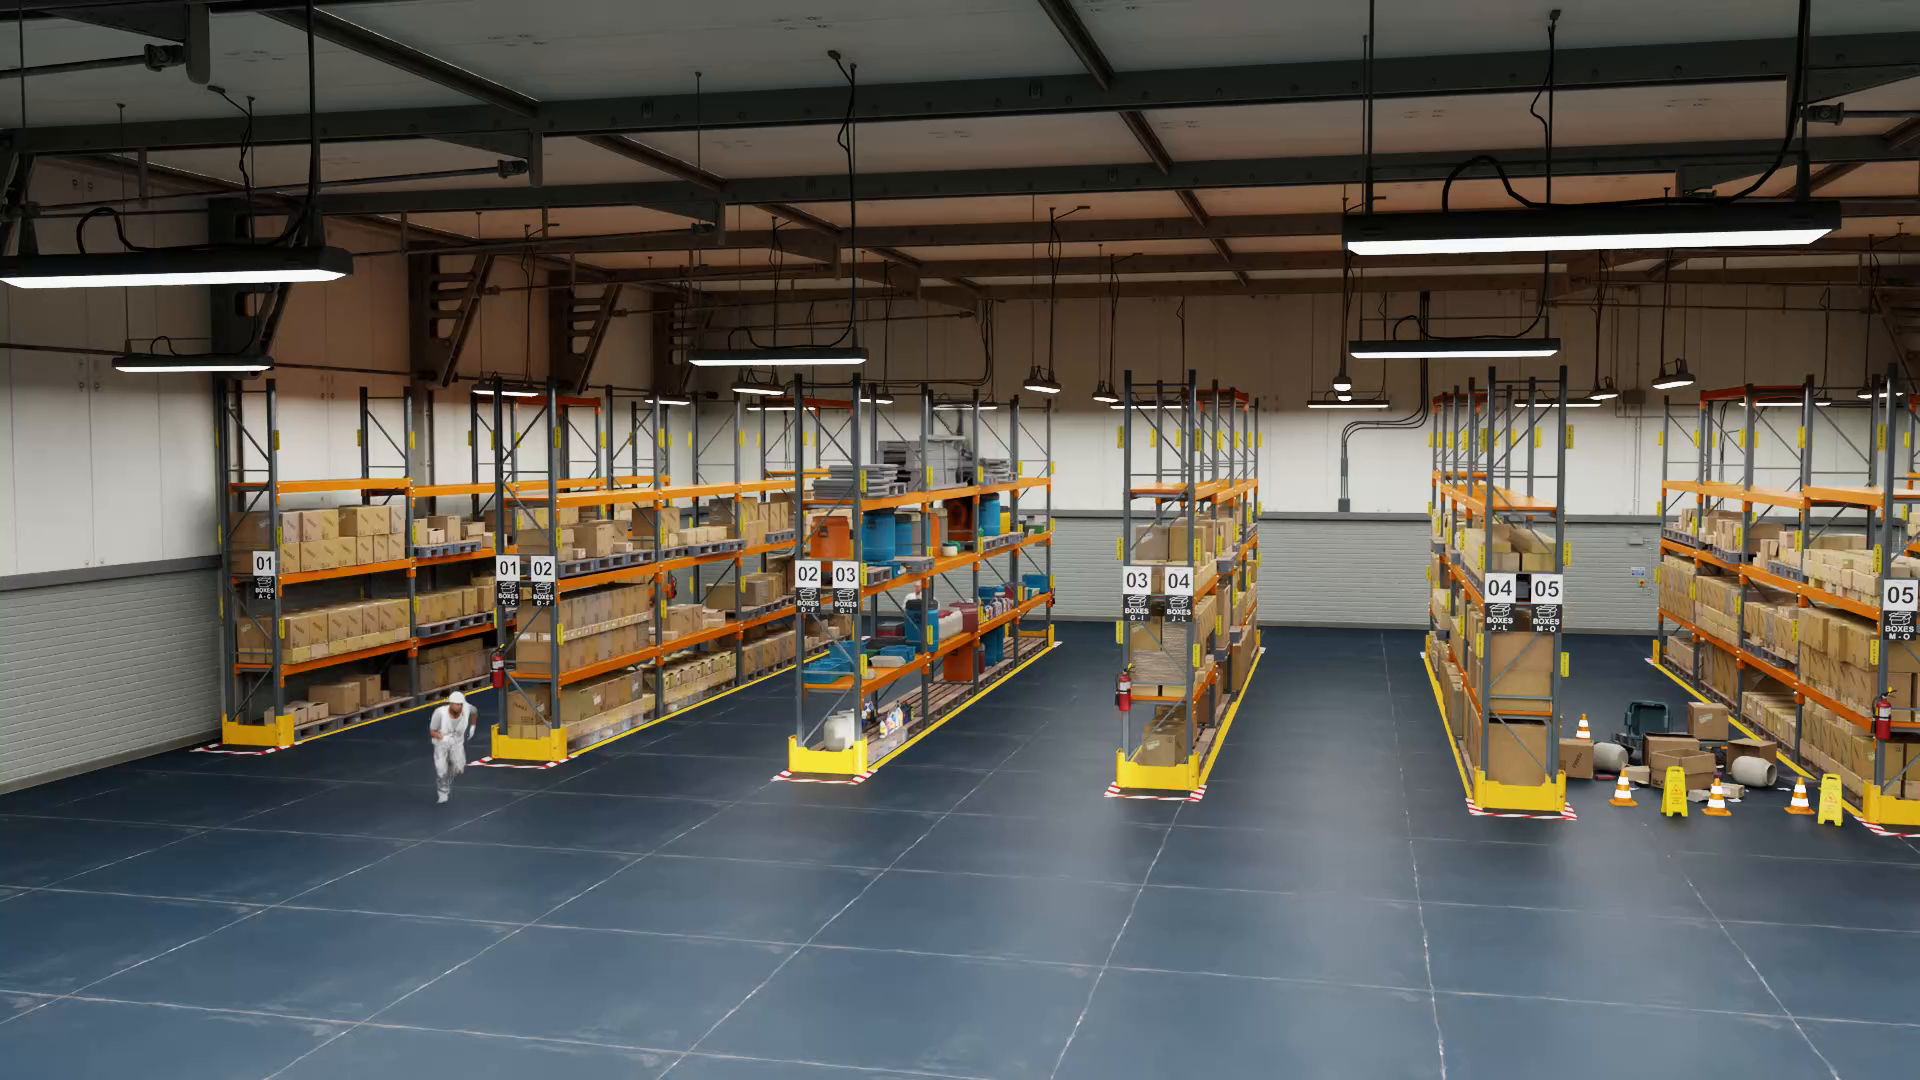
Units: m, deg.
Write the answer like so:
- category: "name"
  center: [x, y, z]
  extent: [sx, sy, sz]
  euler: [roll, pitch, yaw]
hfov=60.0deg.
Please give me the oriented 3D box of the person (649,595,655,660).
- category: "person"
  center: [-6.906, 1.996, 37.568]
  extent: [0.473, 1.539, 0.688]
  euler: [1, 4, 13]

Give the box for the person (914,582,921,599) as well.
- category: "person"
  center: [-0.959, 1.829, 37.565]
  extent: [0.674, 1.771, 1.034]
  euler: [0, 3, 7]

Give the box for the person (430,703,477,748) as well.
- category: "person"
  center: [-6.980, 2.537, 22.837]
  extent: [0.675, 0.619, 0.512]
  euler: [-2, 4, -36]
